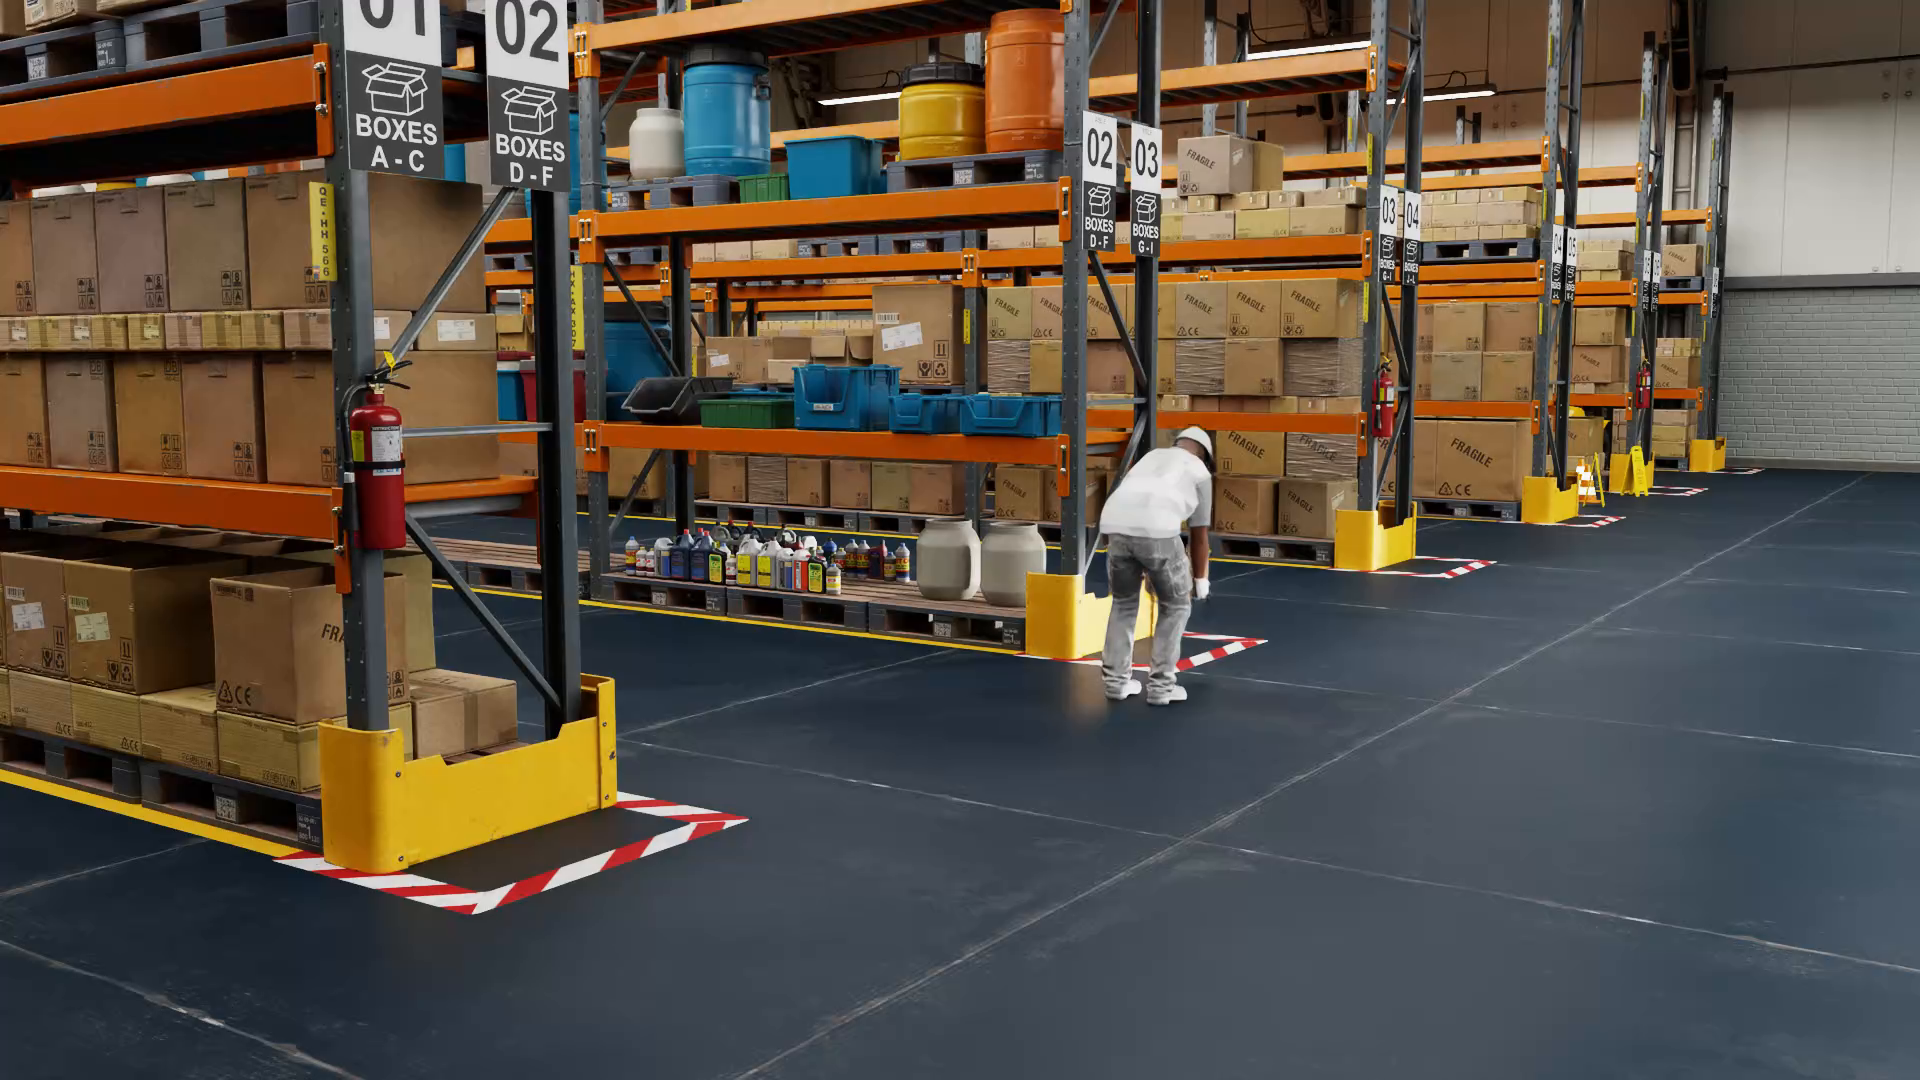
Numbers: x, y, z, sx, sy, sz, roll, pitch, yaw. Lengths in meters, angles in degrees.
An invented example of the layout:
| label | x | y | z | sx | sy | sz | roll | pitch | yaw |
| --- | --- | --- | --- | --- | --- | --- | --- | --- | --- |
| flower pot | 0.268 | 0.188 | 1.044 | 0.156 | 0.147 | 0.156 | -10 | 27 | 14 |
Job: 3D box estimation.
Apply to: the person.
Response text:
| label | x | y | z | sx | sy | sz | roll | pitch | yaw |
| --- | --- | --- | --- | --- | --- | --- | --- | --- | --- |
| person | 1.080 | 0.115 | 8.814 | 0.486 | 1.404 | 0.903 | 4 | 8 | 34 |
